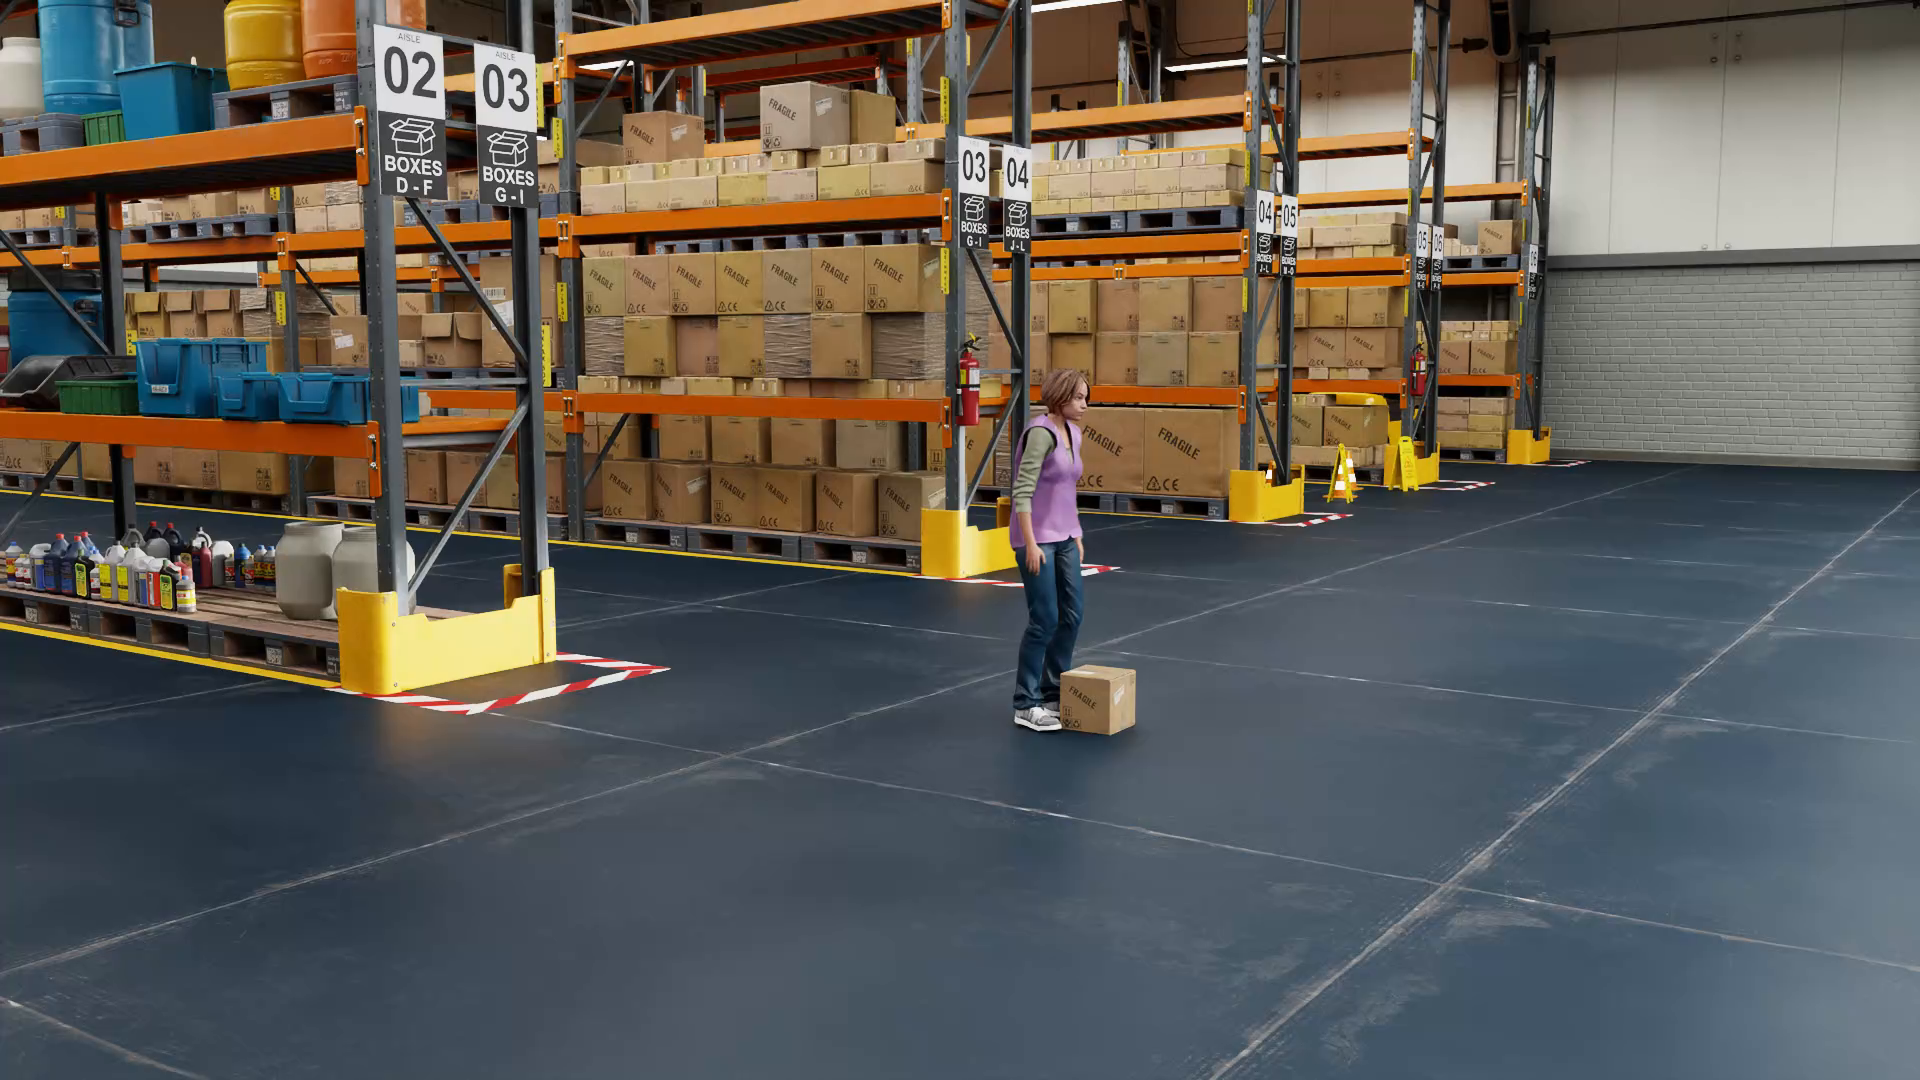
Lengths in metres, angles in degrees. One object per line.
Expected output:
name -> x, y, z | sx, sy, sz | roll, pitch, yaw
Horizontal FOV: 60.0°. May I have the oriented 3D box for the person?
person -> 0.417, 0.030, 7.440 | 0.372, 1.591, 0.459 | 4, 8, 33
